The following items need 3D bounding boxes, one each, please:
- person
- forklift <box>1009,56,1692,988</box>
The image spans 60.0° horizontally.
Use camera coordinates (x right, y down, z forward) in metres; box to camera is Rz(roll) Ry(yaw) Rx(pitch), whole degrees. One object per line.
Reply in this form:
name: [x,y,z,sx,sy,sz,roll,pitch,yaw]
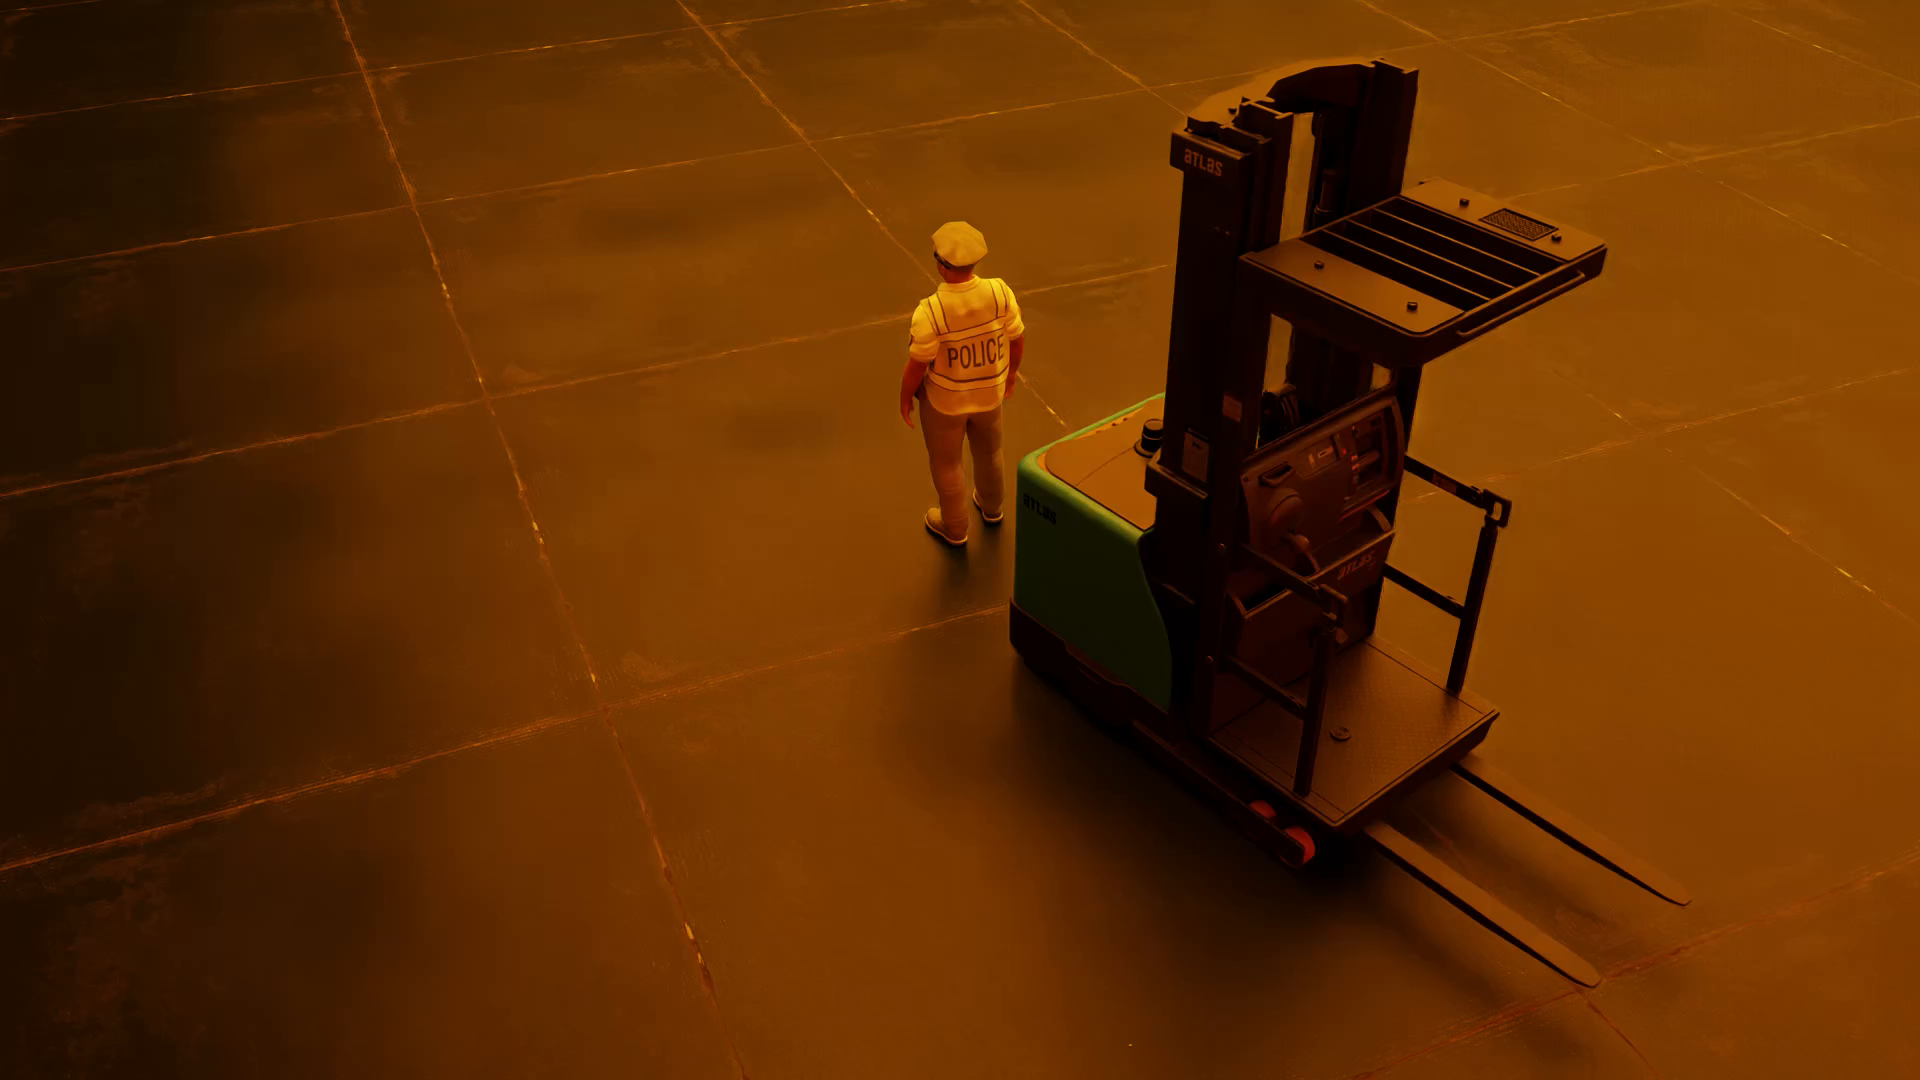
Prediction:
person: [-0.019,-0.776,8.169,0.640,1.781,0.575,-14,38,-19]
forklift: [1.562,-0.199,6.379,1.130,2.935,3.031,-26,43,-31]
